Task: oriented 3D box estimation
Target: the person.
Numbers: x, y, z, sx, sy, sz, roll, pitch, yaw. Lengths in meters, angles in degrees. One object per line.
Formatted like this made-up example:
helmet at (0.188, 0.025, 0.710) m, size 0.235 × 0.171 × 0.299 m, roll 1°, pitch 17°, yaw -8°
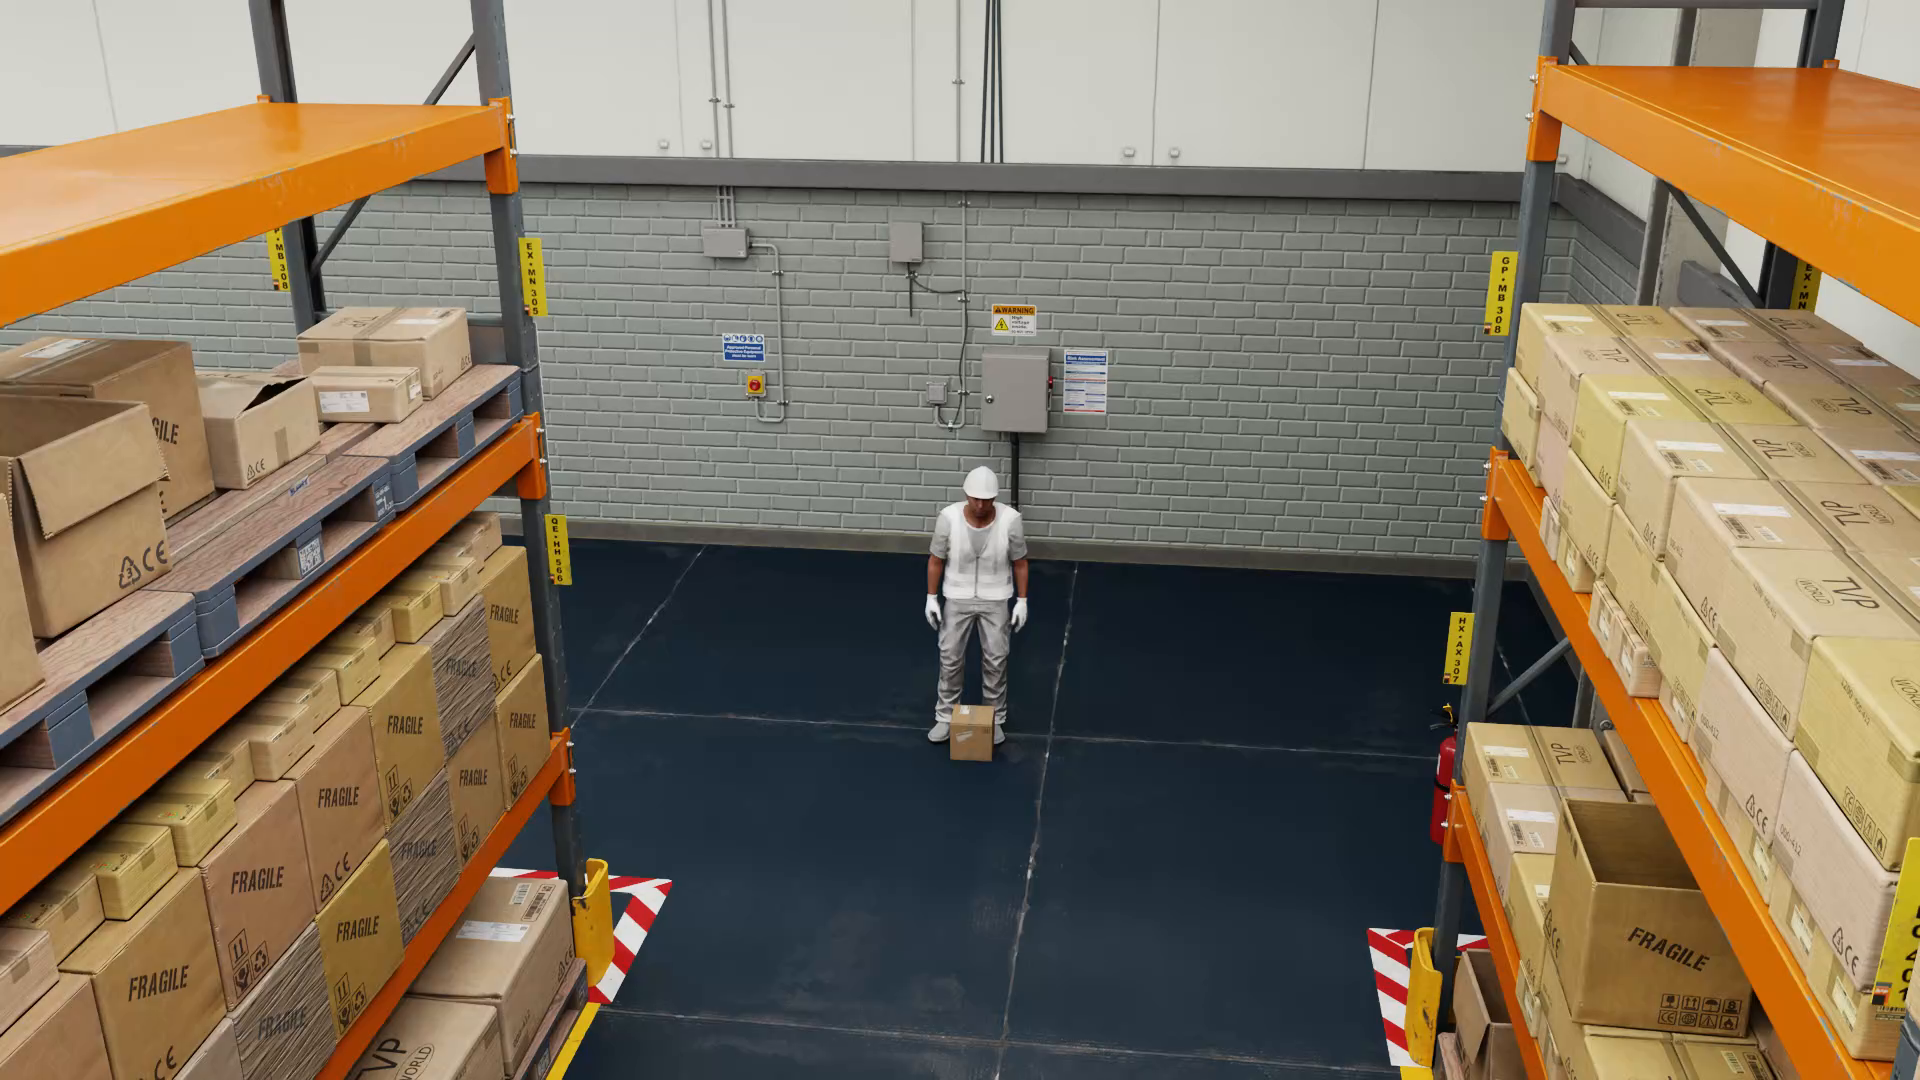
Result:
person at (0.103, 0.383, 10.067) m, size 0.625 × 1.773 × 0.451 m, roll 1°, pitch 21°, yaw 3°
